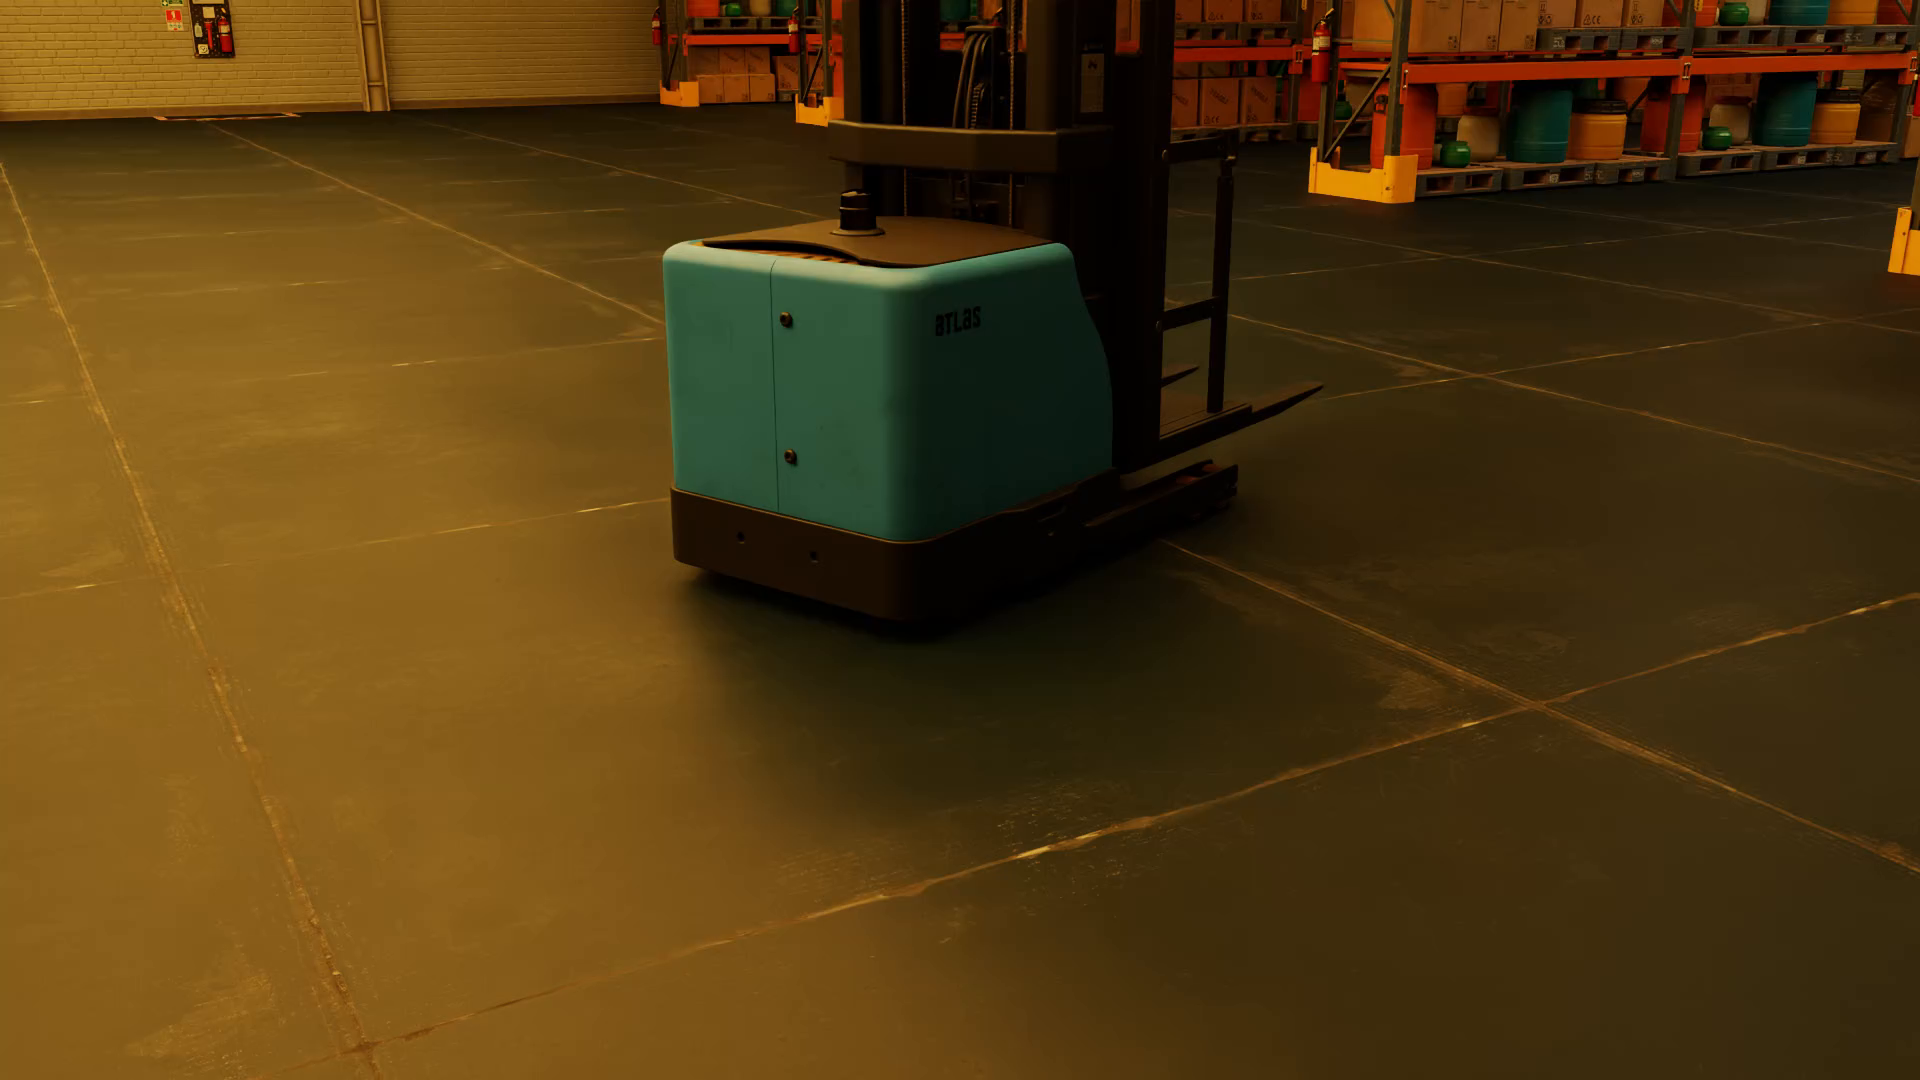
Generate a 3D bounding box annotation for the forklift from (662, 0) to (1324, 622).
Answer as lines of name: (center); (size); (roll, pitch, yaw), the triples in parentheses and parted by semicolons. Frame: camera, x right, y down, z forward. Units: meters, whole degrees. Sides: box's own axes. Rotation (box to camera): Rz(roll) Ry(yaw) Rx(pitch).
forklift: (0.370, -1.543, 5.771); (1.130, 2.935, 3.031); (13, 22, 35)
